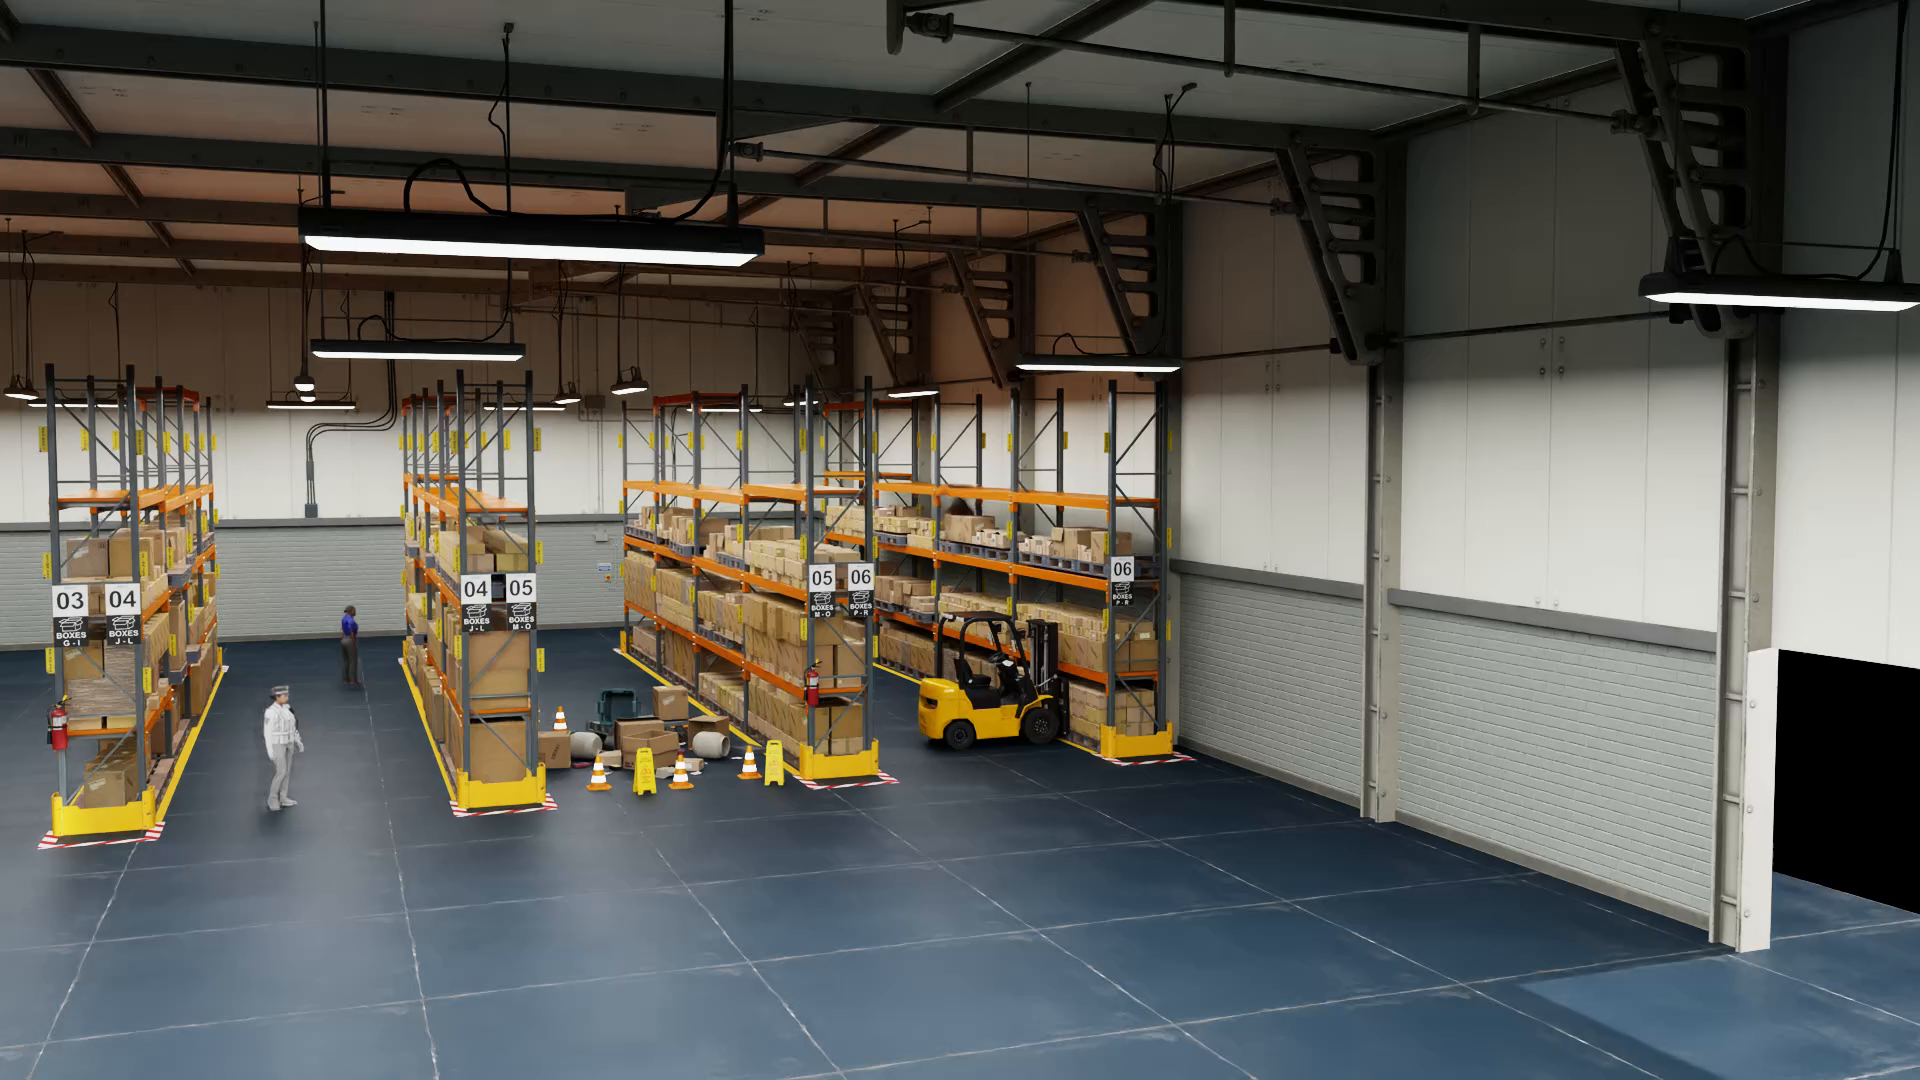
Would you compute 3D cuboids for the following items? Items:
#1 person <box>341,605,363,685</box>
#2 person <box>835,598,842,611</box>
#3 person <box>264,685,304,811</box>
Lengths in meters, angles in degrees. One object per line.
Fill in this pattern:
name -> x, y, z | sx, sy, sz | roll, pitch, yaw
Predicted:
person -> -12.554, 2.159, 34.311 | 0.380, 1.662, 0.499 | -3, 4, -40
person -> -2.854, 2.030, 36.262 | 0.504, 1.734, 0.593 | -2, 4, -33
person -> -9.313, 2.842, 22.869 | 0.349, 1.700, 0.545 | 1, 3, 17
